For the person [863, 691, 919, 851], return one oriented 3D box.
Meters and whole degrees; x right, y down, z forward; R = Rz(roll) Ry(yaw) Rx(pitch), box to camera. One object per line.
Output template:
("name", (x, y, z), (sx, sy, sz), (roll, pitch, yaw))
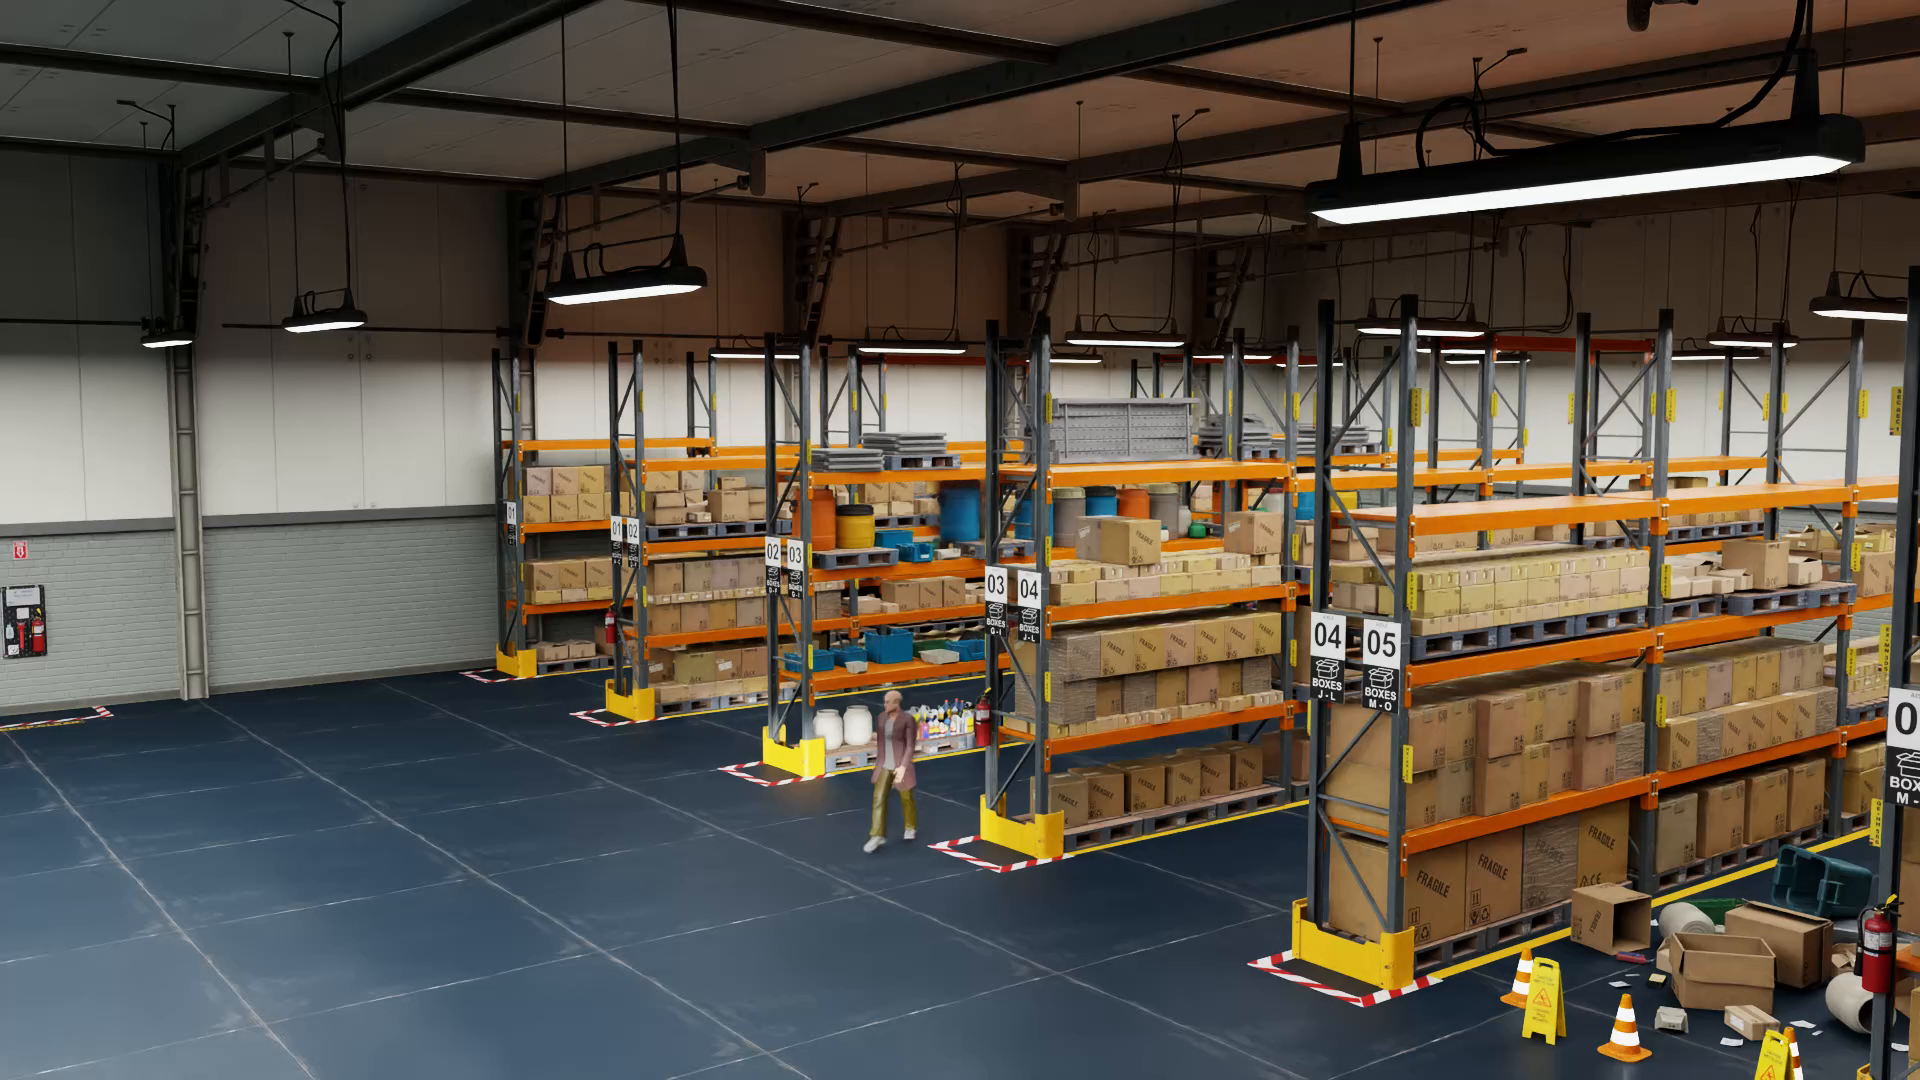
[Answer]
("person", (-0.774, 2.601, 19.019), (0.593, 1.753, 0.965), (3, 6, 27))
